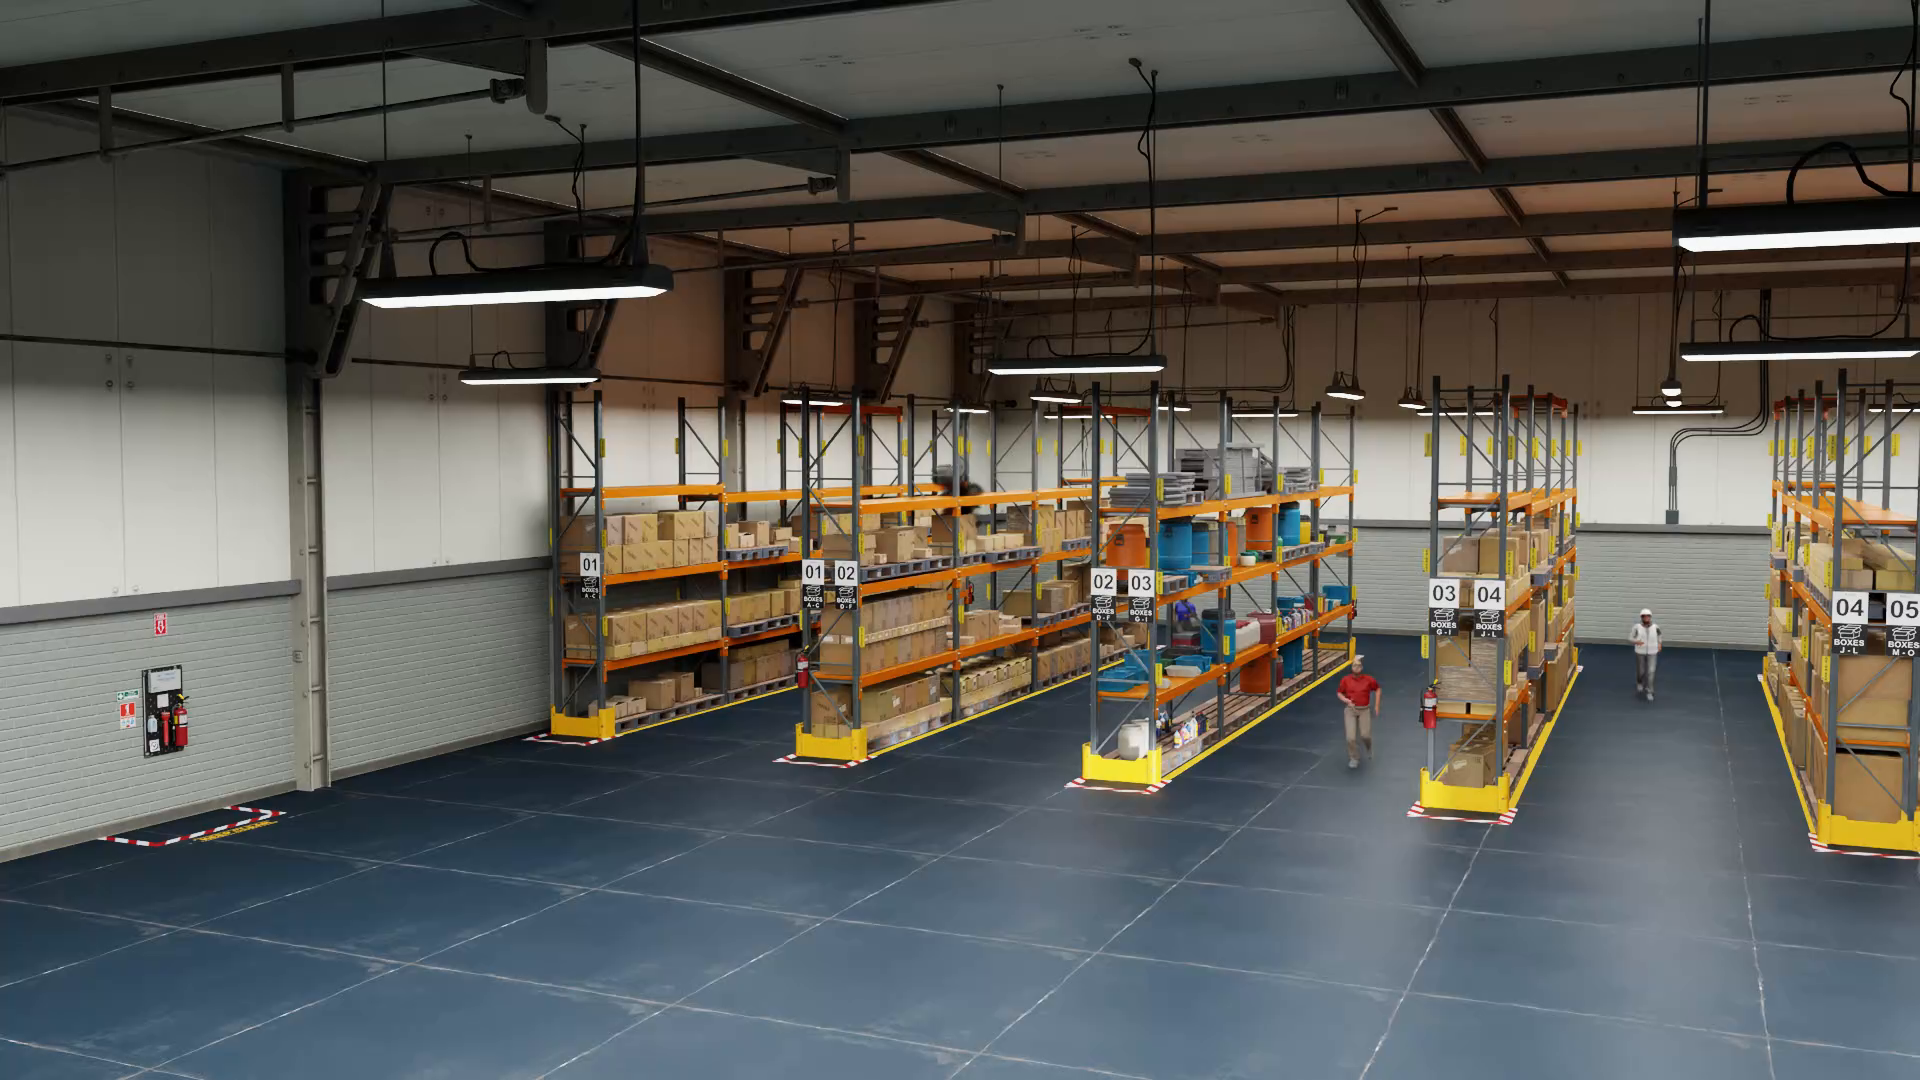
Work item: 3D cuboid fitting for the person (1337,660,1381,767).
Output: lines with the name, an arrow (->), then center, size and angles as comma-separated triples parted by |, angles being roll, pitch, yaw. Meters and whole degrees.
person -> 6.257, 2.729, 26.104 | 0.674, 1.692, 0.614 | 1, 3, 15

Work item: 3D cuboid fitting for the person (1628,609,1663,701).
person -> 13.727, 2.272, 33.282 | 0.672, 1.787, 0.963 | 1, 3, 17

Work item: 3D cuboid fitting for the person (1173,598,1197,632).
person -> 5.225, 2.015, 38.664 | 0.575, 1.646, 0.938 | 1, 3, 15
